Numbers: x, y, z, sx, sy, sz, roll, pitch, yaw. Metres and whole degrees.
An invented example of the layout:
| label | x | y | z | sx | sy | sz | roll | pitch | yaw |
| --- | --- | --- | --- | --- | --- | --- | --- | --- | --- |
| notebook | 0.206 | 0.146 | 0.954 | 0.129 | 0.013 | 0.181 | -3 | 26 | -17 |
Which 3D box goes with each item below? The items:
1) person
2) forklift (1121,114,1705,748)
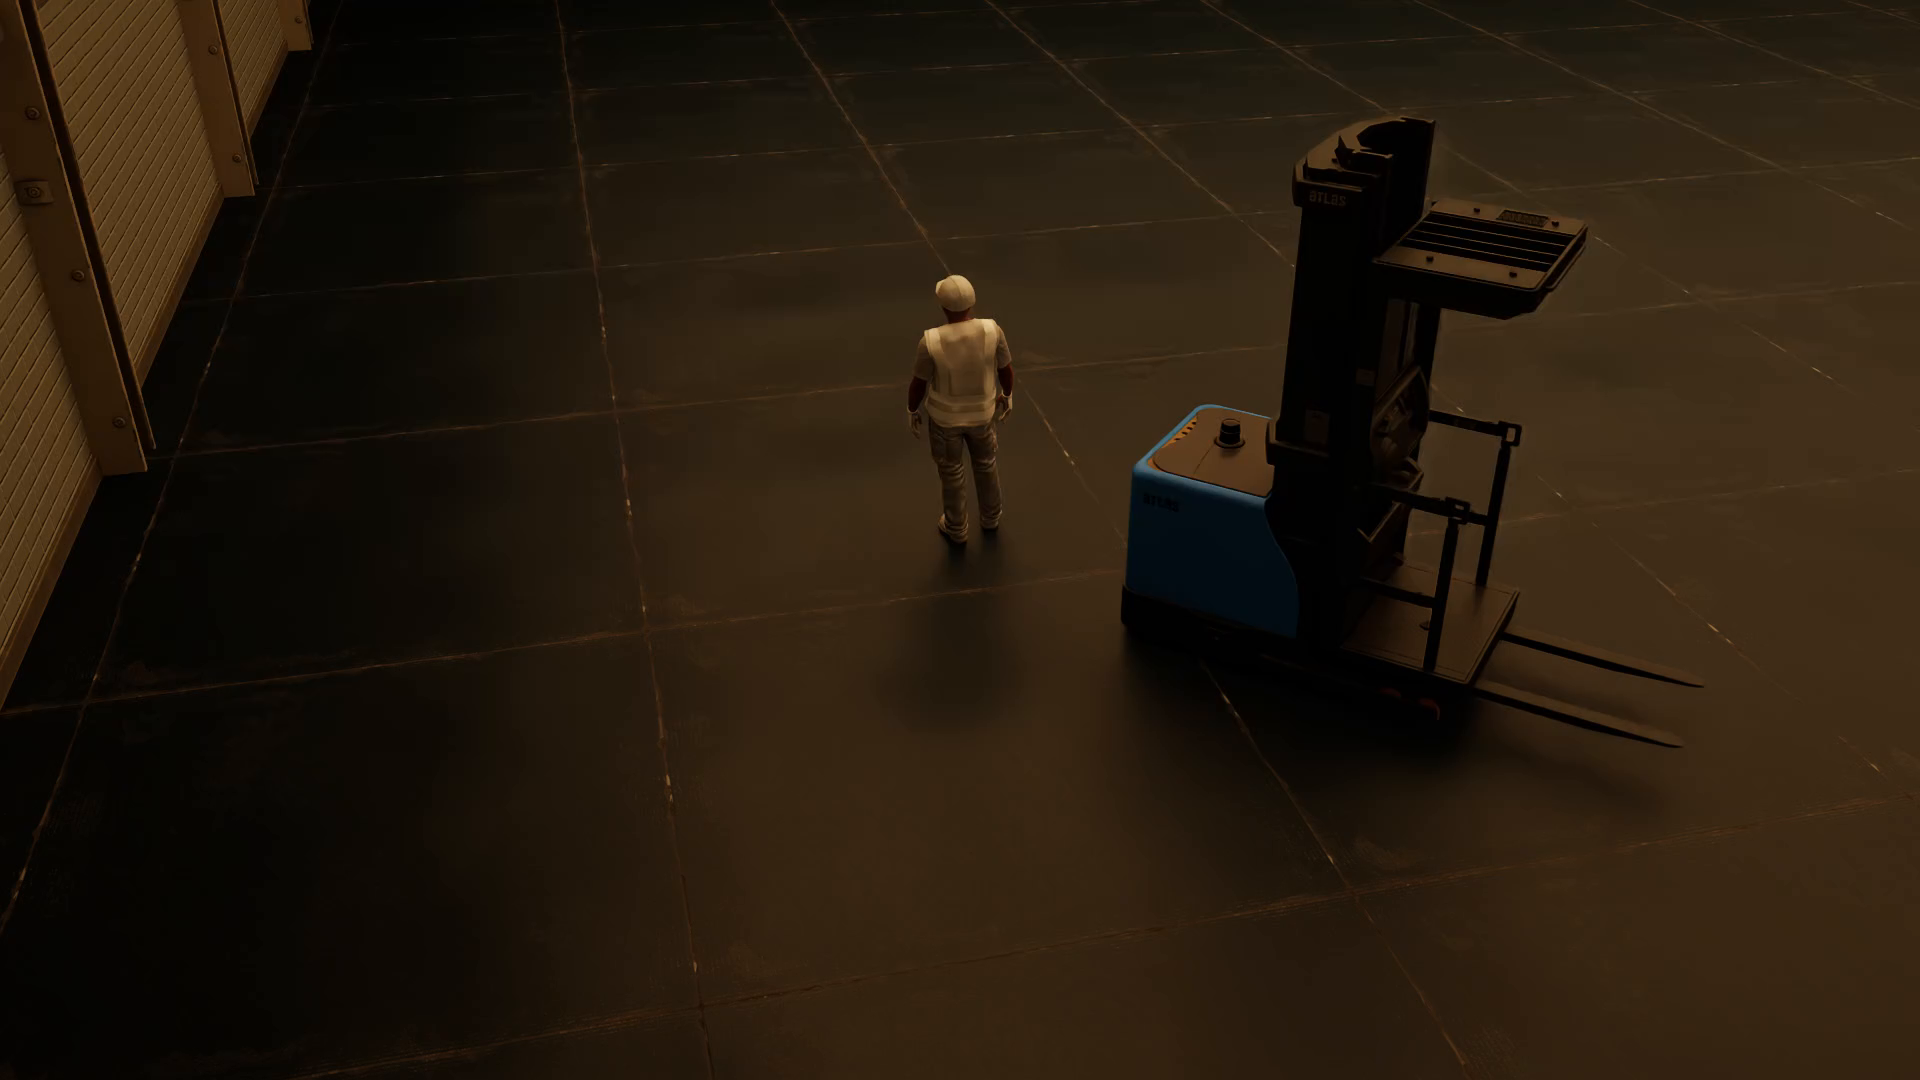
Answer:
| label | x | y | z | sx | sy | sz | roll | pitch | yaw |
| --- | --- | --- | --- | --- | --- | --- | --- | --- | --- |
| person | -0.010 | -0.814 | 10.112 | 0.656 | 1.784 | 0.575 | -7 | 31 | -12 |
| forklift | 2.457 | -0.572 | 8.563 | 3.031 | 2.935 | 1.130 | 16 | 34 | 26 |
